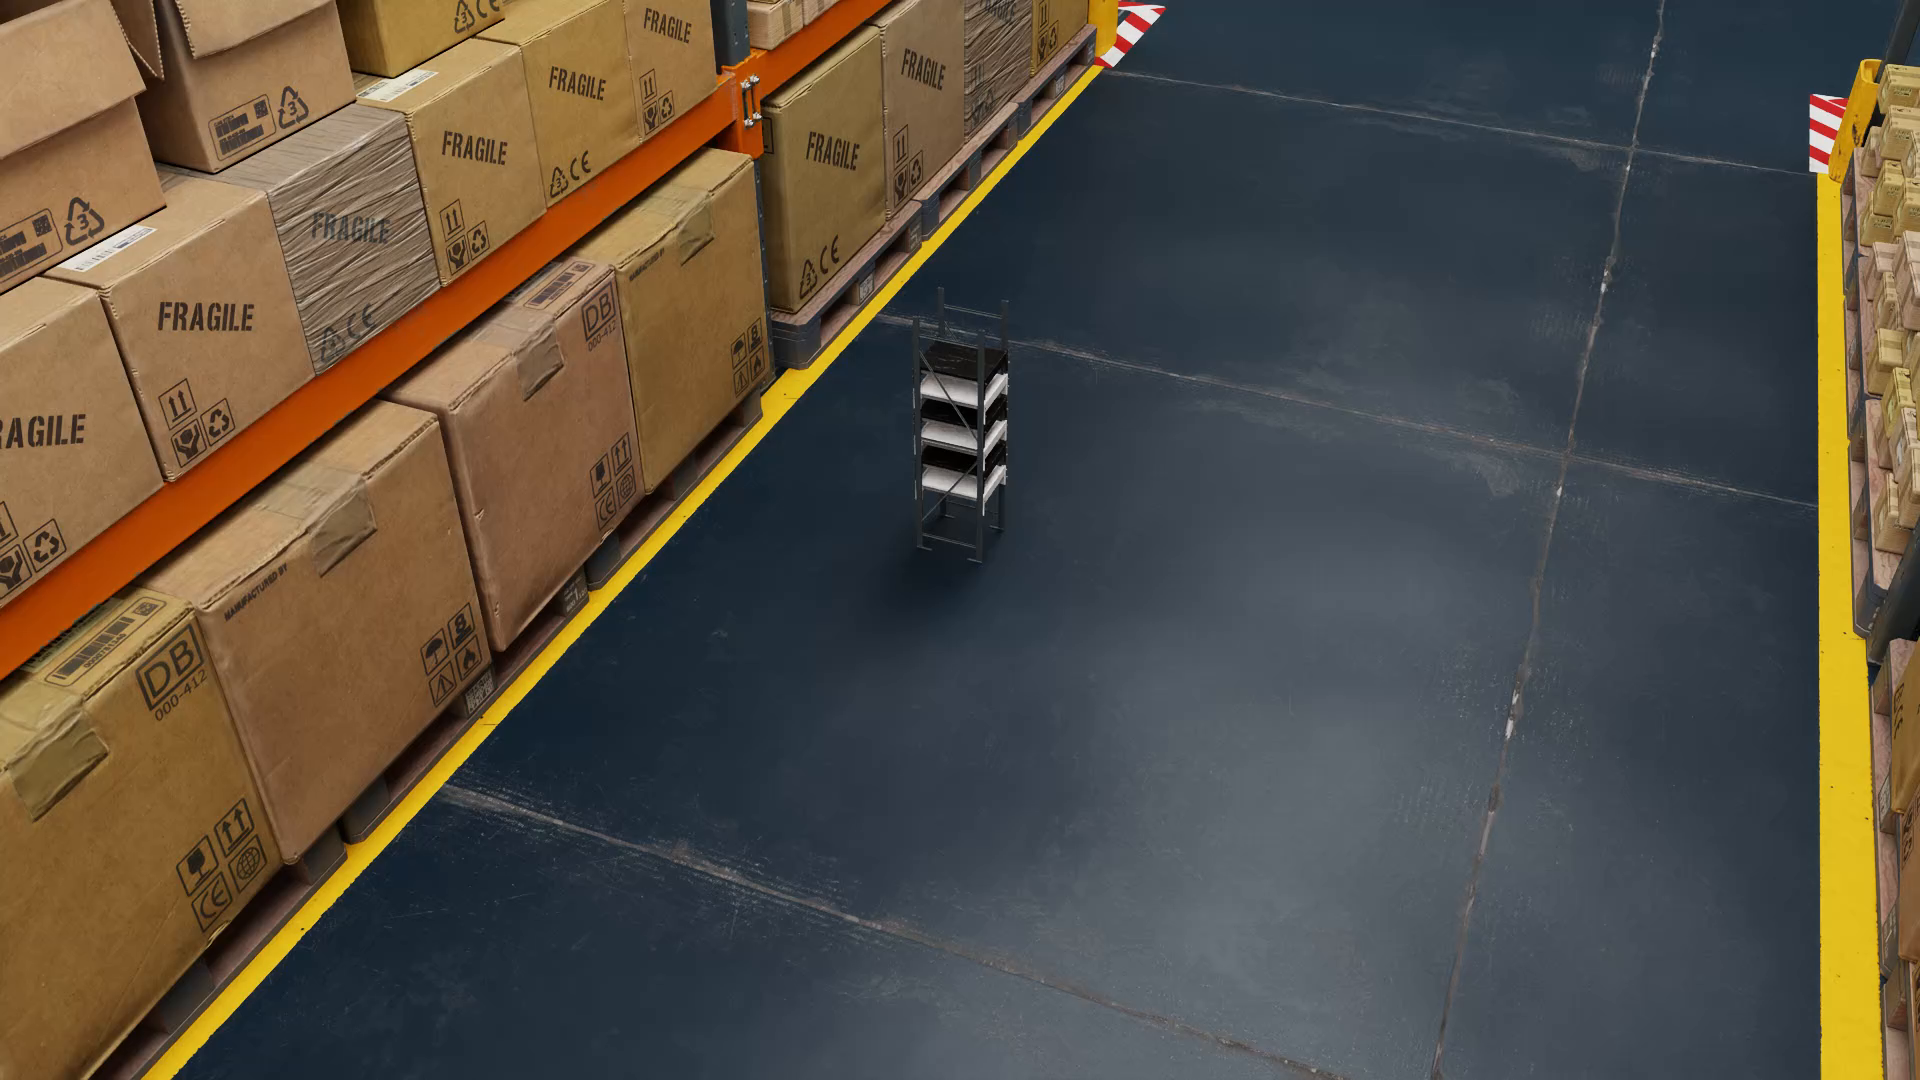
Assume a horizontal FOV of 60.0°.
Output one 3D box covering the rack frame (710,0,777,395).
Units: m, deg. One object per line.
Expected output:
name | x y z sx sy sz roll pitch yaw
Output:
rack frame | -1.214 -1.916 5.808 1.000 3.000 0.127 14 39 18

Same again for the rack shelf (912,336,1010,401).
rack shelf | 0.003 -0.555 5.345 0.258 0.077 0.200 14 39 18

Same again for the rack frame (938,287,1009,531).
rack frame | 0.042 -0.421 5.562 0.240 0.900 0.006 14 39 18

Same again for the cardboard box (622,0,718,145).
cardboard box | -1.139 -1.635 5.348 0.500 0.500 0.500 14 39 18

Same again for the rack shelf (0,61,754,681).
rack shelf | -1.975 -0.521 4.542 1.077 0.370 4.000 14 39 18

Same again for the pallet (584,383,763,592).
pallet | -1.438 -0.355 6.048 1.003 0.211 1.213 14 39 18

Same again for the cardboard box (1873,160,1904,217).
cardboard box | 4.054 -1.447 6.962 0.380 0.149 0.250 15 39 19

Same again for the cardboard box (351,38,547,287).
cardboard box | -1.526 -1.072 4.595 0.500 0.500 0.500 13 39 17

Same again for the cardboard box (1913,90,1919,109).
cardboard box | 4.349 -1.817 7.209 0.380 0.149 0.250 15 39 19

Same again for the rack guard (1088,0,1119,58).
rack guard | 0.317 -3.143 9.537 1.175 0.500 0.348 14 39 18

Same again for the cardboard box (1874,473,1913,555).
cardboard box | 3.169 -0.051 5.344 0.380 0.149 0.250 14 39 18

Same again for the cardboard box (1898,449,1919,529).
cardboard box | 3.160 -0.122 5.190 0.380 0.149 0.250 15 39 19

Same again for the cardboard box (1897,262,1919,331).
cardboard box | 3.566 -0.838 5.899 0.380 0.149 0.250 12 38 16

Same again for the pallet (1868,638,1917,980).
pallet | 3.040 0.818 4.479 1.003 0.211 1.213 14 39 18

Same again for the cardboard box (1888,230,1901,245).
cardboard box | 4.041 -1.172 6.843 0.380 0.149 0.250 14 39 18

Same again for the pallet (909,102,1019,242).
pallet | -0.390 -1.880 8.089 1.003 0.211 1.213 14 39 18

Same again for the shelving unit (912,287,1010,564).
shelving unit | 0.003 -0.365 5.487 0.258 0.900 0.210 14 39 18

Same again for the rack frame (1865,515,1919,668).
rack frame | 3.334 -0.730 4.221 1.000 3.000 0.127 14 39 18

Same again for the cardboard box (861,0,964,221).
cardboard box | -0.546 -2.079 7.449 0.875 0.875 0.875 14 39 18

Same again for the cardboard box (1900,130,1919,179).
cardboard box | 4.117 -1.550 6.852 0.380 0.149 0.250 12 38 16

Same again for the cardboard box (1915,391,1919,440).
cardboard box | 3.290 -0.402 5.315 0.380 0.149 0.250 14 39 18

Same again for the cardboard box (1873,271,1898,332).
cardboard box | 3.785 -0.894 6.472 0.380 0.149 0.250 14 39 18

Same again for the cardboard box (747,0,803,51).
cardboard box | -0.794 -1.903 6.001 0.380 0.149 0.250 14 39 18

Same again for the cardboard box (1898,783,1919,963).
cardboard box | 2.608 0.745 3.985 0.500 0.500 0.500 16 40 20

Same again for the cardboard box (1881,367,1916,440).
cardboard box | 3.337 -0.428 5.599 0.380 0.149 0.250 13 39 16

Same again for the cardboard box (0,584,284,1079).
cardboard box | -2.454 0.604 3.860 1.225 0.875 0.875 12 38 16

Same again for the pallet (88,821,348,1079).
pallet | -2.366 0.996 4.241 1.003 0.211 1.213 14 39 18

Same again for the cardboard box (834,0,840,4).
cardboard box | -0.594 -2.195 6.391 0.380 0.149 0.250 15 39 19

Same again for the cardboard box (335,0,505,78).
cardboard box | -1.721 -1.625 4.497 0.797 0.503 0.637 14 39 18

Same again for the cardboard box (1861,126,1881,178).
cardboard box | 4.361 -1.754 7.622 0.380 0.149 0.250 15 39 19

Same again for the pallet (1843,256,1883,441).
pallet | 4.020 -0.671 6.471 1.003 0.211 1.213 14 39 18

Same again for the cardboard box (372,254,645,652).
cardboard box | -1.778 -0.379 5.176 1.225 0.875 0.875 13 39 16

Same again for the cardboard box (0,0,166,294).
cardboard box | -2.192 -0.905 3.533 0.797 0.503 0.637 15 39 19

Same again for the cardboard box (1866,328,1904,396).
cardboard box | 3.562 -0.624 6.110 0.380 0.149 0.250 14 39 18

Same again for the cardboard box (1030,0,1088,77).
cardboard box | 0.138 -3.075 8.783 0.875 0.875 0.875 14 39 18

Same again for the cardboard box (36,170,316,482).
cardboard box | -1.914 -0.519 3.855 0.500 0.500 0.500 13 39 17

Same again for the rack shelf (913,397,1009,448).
rack shelf | 0.003 -0.410 5.453 0.258 0.077 0.200 14 39 18

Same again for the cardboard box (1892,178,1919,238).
cardboard box | 3.860 -1.264 6.469 0.380 0.149 0.250 14 39 18

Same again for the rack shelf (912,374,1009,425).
rack shelf | 0.003 -0.482 5.399 0.258 0.077 0.200 14 39 18
